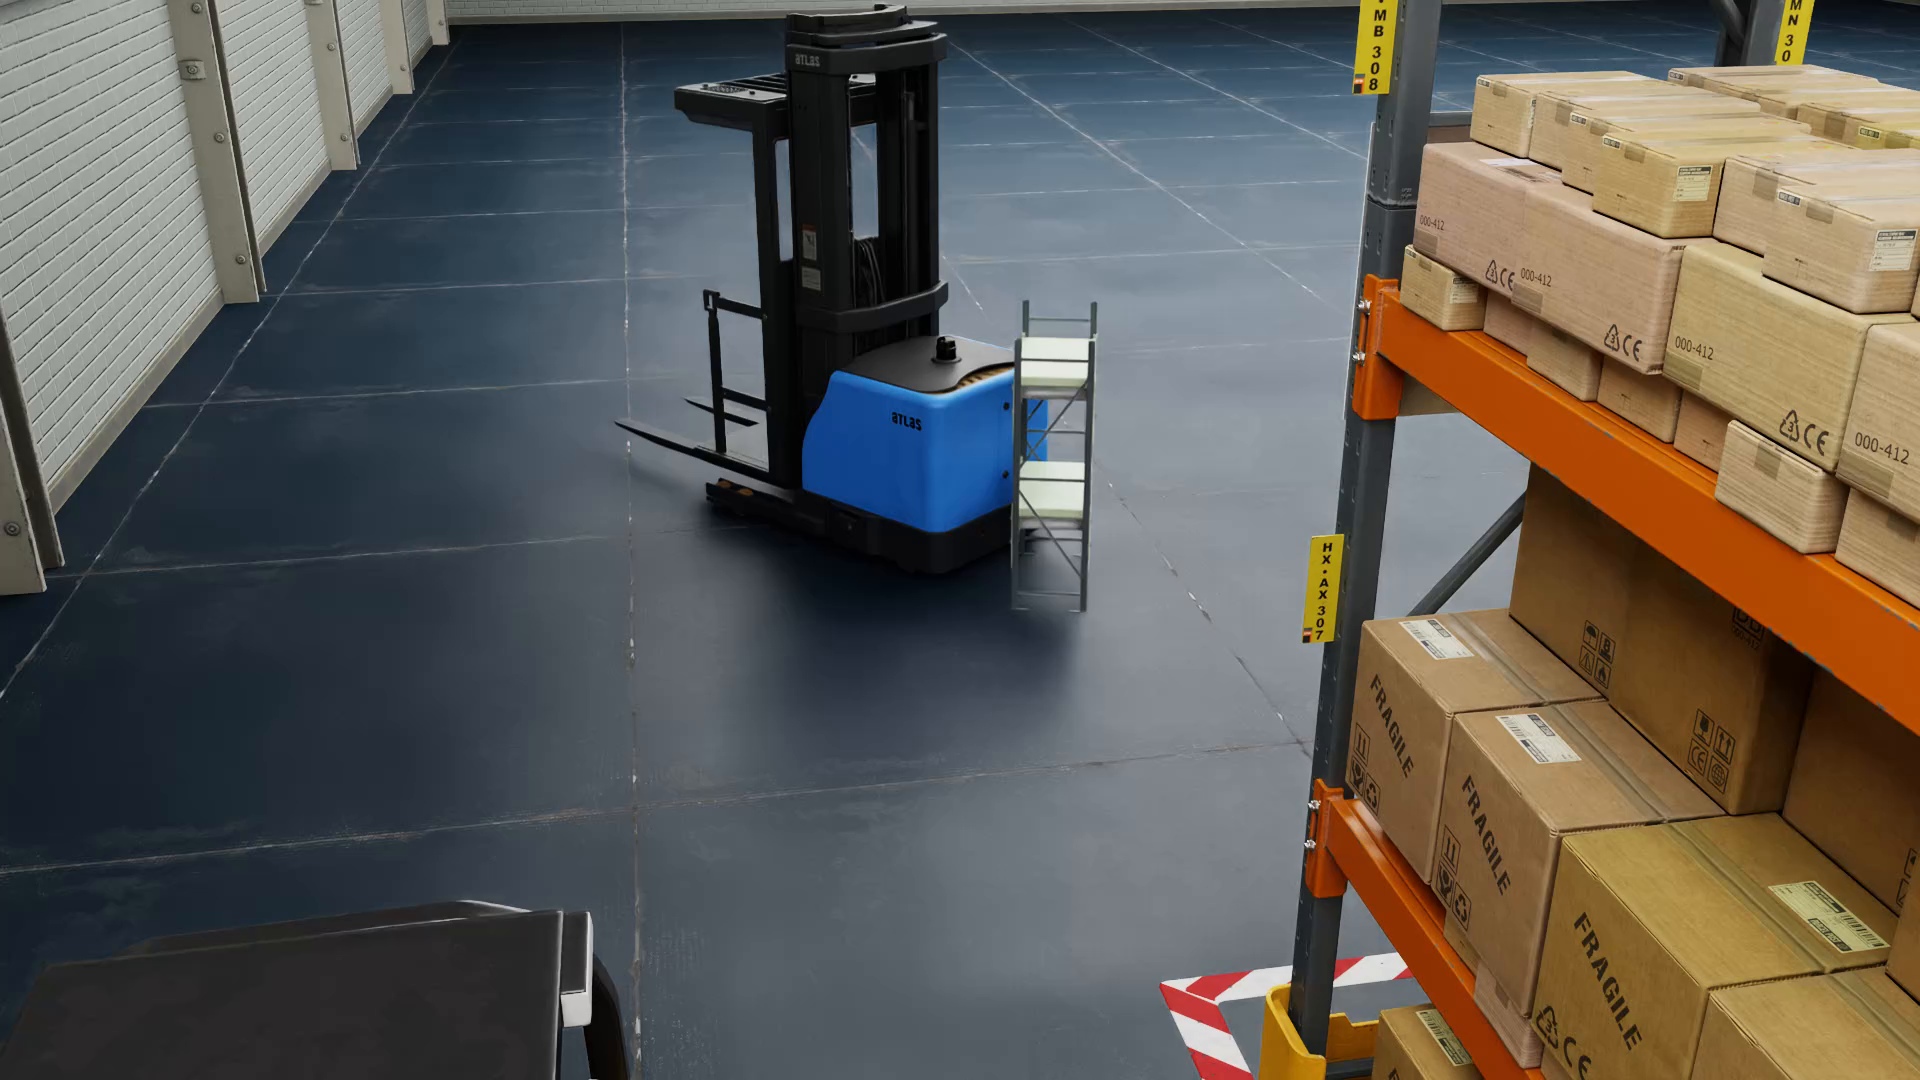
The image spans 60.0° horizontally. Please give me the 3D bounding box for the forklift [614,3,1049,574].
[{"bbox_3d":[-0.922,-1.628,9.816,3.031,2.935,1.130,19,30,37],"label":"forklift"}]

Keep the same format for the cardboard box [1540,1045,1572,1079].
[{"bbox_3d":[1.513,1.169,3.640,0.380,0.149,0.250,-4,24,-8],"label":"cardboard box"}]

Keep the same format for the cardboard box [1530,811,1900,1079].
[{"bbox_3d":[1.551,0.922,3.394,0.500,0.500,0.500,-5,24,-11],"label":"cardboard box"}]

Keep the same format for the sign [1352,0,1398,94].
[{"bbox_3d":[1.008,-1.241,4.005,0.100,0.325,0.005,-4,24,-10],"label":"sign"}]

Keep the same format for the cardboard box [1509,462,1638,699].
[{"bbox_3d":[1.850,0.038,4.169,0.700,0.500,0.500,-5,24,-11],"label":"cardboard box"}]

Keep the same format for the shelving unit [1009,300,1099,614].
[{"bbox_3d":[0.506,-0.452,8.911,0.431,1.500,0.755,2,24,5],"label":"shelving unit"}]

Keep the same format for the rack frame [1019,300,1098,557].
[{"bbox_3d":[0.539,-0.598,9.245,0.400,1.500,0.023,2,24,5],"label":"rack frame"}]

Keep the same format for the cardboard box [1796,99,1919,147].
[{"bbox_3d":[1.969,-0.817,3.442,0.380,0.149,0.250,-5,24,-10],"label":"cardboard box"}]

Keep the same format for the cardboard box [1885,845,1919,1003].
[{"bbox_3d":[2.088,0.637,2.798,0.700,0.500,0.500,-4,24,-10],"label":"cardboard box"}]

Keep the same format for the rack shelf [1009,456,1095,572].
[{"bbox_3d":[0.506,-0.153,9.041,0.431,0.370,0.720,2,24,5],"label":"rack shelf"}]

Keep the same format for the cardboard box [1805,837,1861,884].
[{"bbox_3d":[2.090,0.899,3.447,0.500,0.500,0.500,-4,24,-10],"label":"cardboard box"}]

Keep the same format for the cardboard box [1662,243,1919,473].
[{"bbox_3d":[1.576,-0.331,2.828,0.500,0.250,0.500,-4,24,-8],"label":"cardboard box"}]

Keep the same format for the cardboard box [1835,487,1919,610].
[{"bbox_3d":[1.615,-0.003,2.575,0.380,0.149,0.250,-5,24,-11],"label":"cardboard box"}]

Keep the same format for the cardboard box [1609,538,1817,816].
[{"bbox_3d":[1.937,0.238,3.712,0.700,0.500,0.500,-4,24,-9],"label":"cardboard box"}]

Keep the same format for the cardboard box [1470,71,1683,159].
[{"bbox_3d":[1.407,-0.976,3.808,0.380,0.149,0.250,-4,24,-10],"label":"cardboard box"}]

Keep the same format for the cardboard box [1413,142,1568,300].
[{"bbox_3d":[1.372,-0.731,3.744,0.500,0.250,0.500,-5,24,-11],"label":"cardboard box"}]

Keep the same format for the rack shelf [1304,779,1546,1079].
[{"bbox_3d":[1.911,1.610,3.215,1.077,0.370,4.000,-4,24,-10],"label":"rack shelf"}]

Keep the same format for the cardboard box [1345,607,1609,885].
[{"bbox_3d":[1.356,0.518,4.319,0.500,0.500,0.500,-5,24,-11],"label":"cardboard box"}]

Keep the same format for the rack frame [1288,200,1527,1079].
[{"bbox_3d":[1.541,0.494,4.872,1.000,3.000,0.127,-4,24,-10],"label":"rack frame"}]

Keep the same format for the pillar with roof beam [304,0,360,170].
[{"bbox_3d":[-3.191,-8.945,18.988,9.100,9.000,0.400,-4,24,-10],"label":"pillar with roof beam"}]

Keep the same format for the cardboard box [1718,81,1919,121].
[{"bbox_3d":[1.904,-0.916,3.669,0.380,0.149,0.250,-4,24,-9],"label":"cardboard box"}]

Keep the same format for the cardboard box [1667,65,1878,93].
[{"bbox_3d":[1.894,-1.020,3.908,0.380,0.149,0.250,-4,24,-9],"label":"cardboard box"}]

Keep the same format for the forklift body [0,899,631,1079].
[{"bbox_3d":[-1.193,1.862,2.799,2.313,2.155,1.214,-4,24,-10],"label":"forklift body"}]

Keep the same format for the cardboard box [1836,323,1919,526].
[{"bbox_3d":[1.651,-0.128,2.363,0.500,0.250,0.500,-4,24,-9],"label":"cardboard box"}]

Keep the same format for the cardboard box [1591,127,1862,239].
[{"bbox_3d":[1.428,-0.671,3.109,0.380,0.149,0.250,-4,24,-10],"label":"cardboard box"}]

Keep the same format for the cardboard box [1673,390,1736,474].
[{"bbox_3d":[1.558,-0.208,3.045,0.380,0.149,0.250,-5,24,-11],"label":"cardboard box"}]

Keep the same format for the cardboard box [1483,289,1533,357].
[{"bbox_3d":[1.420,-0.515,3.747,0.380,0.149,0.250,-5,24,-11],"label":"cardboard box"}]

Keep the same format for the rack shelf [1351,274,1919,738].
[{"bbox_3d":[1.911,0.235,2.614,1.077,0.370,4.000,-4,24,-10],"label":"rack shelf"}]

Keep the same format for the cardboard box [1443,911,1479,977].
[{"bbox_3d":[1.431,0.966,4.104,0.380,0.149,0.250,-5,24,-11],"label":"cardboard box"}]

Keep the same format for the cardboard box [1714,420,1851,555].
[{"bbox_3d":[1.526,-0.103,2.805,0.380,0.149,0.250,-4,24,-9],"label":"cardboard box"}]

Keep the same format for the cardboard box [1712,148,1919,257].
[{"bbox_3d":[1.568,-0.581,2.902,0.380,0.149,0.250,-4,24,-10],"label":"cardboard box"}]

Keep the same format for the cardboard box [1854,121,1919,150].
[{"bbox_3d":[1.965,-0.713,3.205,0.380,0.149,0.250,-4,24,-9],"label":"cardboard box"}]

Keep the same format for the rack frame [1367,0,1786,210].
[{"bbox_3d":[1.541,-2.256,3.671,1.000,3.000,0.127,-4,24,-10],"label":"rack frame"}]

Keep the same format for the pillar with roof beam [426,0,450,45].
[{"bbox_3d":[-5.410,-13.665,29.795,9.100,9.000,0.400,-4,24,-10],"label":"pillar with roof beam"}]

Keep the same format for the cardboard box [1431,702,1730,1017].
[{"bbox_3d":[1.455,0.722,3.853,0.500,0.500,0.500,-4,24,-8],"label":"cardboard box"}]

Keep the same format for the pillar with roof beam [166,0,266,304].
[{"bbox_3d":[-2.081,-6.585,13.584,9.100,9.000,0.400,-4,24,-10],"label":"pillar with roof beam"}]

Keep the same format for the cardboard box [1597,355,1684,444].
[{"bbox_3d":[1.505,-0.312,3.284,0.380,0.149,0.250,-4,24,-10],"label":"cardboard box"}]

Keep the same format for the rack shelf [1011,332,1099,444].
[{"bbox_3d":[0.506,-0.809,8.754,0.431,0.370,0.720,2,24,5],"label":"rack shelf"}]

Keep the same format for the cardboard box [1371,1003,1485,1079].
[{"bbox_3d":[1.424,1.565,4.394,0.500,0.500,0.500,-5,24,-12],"label":"cardboard box"}]

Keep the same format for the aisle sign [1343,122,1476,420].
[{"bbox_3d":[1.225,-0.699,4.355,0.394,0.787,0.004,-4,24,-10],"label":"aisle sign"}]

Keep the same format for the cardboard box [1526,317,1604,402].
[{"bbox_3d":[1.435,-0.408,3.503,0.380,0.149,0.250,-4,24,-8],"label":"cardboard box"}]

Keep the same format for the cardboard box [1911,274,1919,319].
[{"bbox_3d":[1.657,-0.376,2.432,0.380,0.149,0.250,-4,24,-9],"label":"cardboard box"}]

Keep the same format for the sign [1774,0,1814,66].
[{"bbox_3d":[2.090,-1.320,4.171,0.100,0.325,0.005,-4,24,-10],"label":"sign"}]

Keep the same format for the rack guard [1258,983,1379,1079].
[{"bbox_3d":[1.555,1.669,5.304,1.175,0.500,0.348,-4,24,-10],"label":"rack guard"}]

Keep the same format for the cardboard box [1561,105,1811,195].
[{"bbox_3d":[1.454,-0.776,3.348,0.380,0.149,0.250,-4,24,-10],"label":"cardboard box"}]

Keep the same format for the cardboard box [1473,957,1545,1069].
[{"bbox_3d":[1.432,1.069,3.867,0.380,0.149,0.250,-4,24,-9],"label":"cardboard box"}]

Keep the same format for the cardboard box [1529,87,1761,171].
[{"bbox_3d":[1.469,-0.878,3.583,0.380,0.149,0.250,-4,24,-10],"label":"cardboard box"}]

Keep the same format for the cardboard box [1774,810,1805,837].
[{"bbox_3d":[2.001,0.702,3.899,0.500,0.500,0.500,-4,24,-10],"label":"cardboard box"}]

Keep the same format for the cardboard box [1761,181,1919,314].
[{"bbox_3d":[1.536,-0.472,2.653,0.380,0.149,0.250,-4,24,-8],"label":"cardboard box"}]

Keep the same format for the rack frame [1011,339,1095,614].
[{"bbox_3d":[0.473,-0.306,8.576,0.400,1.500,0.023,2,24,5],"label":"rack frame"}]

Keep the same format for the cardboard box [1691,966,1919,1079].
[{"bbox_3d":[1.653,1.122,2.938,0.500,0.500,0.500,-5,24,-11],"label":"cardboard box"}]

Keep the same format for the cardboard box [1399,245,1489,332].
[{"bbox_3d":[1.284,-0.611,3.968,0.380,0.149,0.250,-4,24,-10],"label":"cardboard box"}]

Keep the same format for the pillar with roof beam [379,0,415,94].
[{"bbox_3d":[-4.300,-11.305,24.391,9.100,9.000,0.400,-4,24,-10],"label":"pillar with roof beam"}]

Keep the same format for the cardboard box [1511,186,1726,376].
[{"bbox_3d":[1.456,-0.532,3.289,0.500,0.250,0.500,-5,24,-11],"label":"cardboard box"}]

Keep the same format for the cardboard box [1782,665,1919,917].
[{"bbox_3d":[2.132,0.431,3.270,0.700,0.500,0.500,-5,24,-10],"label":"cardboard box"}]

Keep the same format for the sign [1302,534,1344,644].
[{"bbox_3d":[1.008,0.137,4.607,0.100,0.325,0.005,-4,24,-10],"label":"sign"}]

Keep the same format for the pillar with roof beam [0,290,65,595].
[{"bbox_3d":[-0.972,-4.225,8.180,9.100,9.000,0.400,-4,24,-10],"label":"pillar with roof beam"}]
